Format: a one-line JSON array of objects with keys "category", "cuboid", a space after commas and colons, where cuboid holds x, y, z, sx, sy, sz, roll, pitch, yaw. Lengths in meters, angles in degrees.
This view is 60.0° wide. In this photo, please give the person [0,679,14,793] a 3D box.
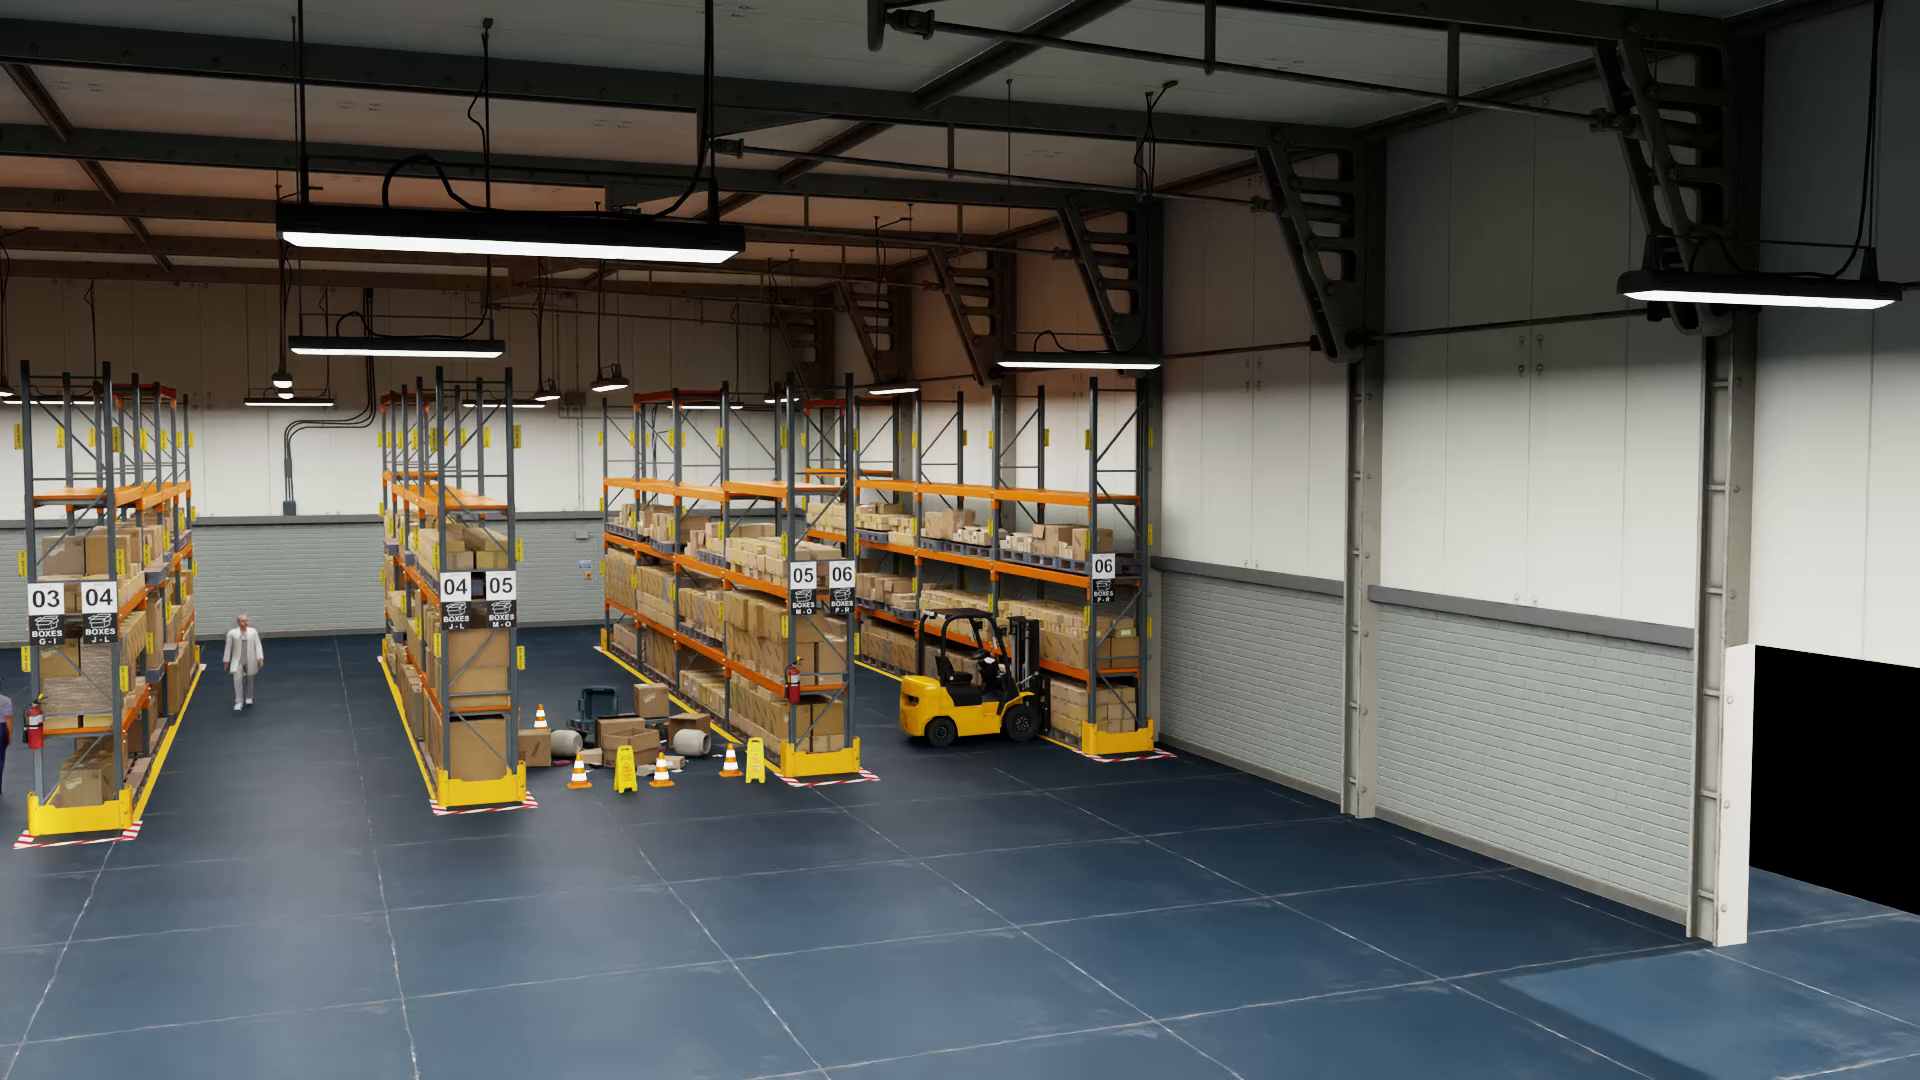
[{"category": "person", "cuboid": [-13.630, 2.770, 23.424, 0.551, 1.634, 0.417, -1, 4, -23]}]

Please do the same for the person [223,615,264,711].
[{"category": "person", "cuboid": [-13.331, 2.252, 30.914, 0.711, 1.718, 1.102, -1, 4, -21]}]
